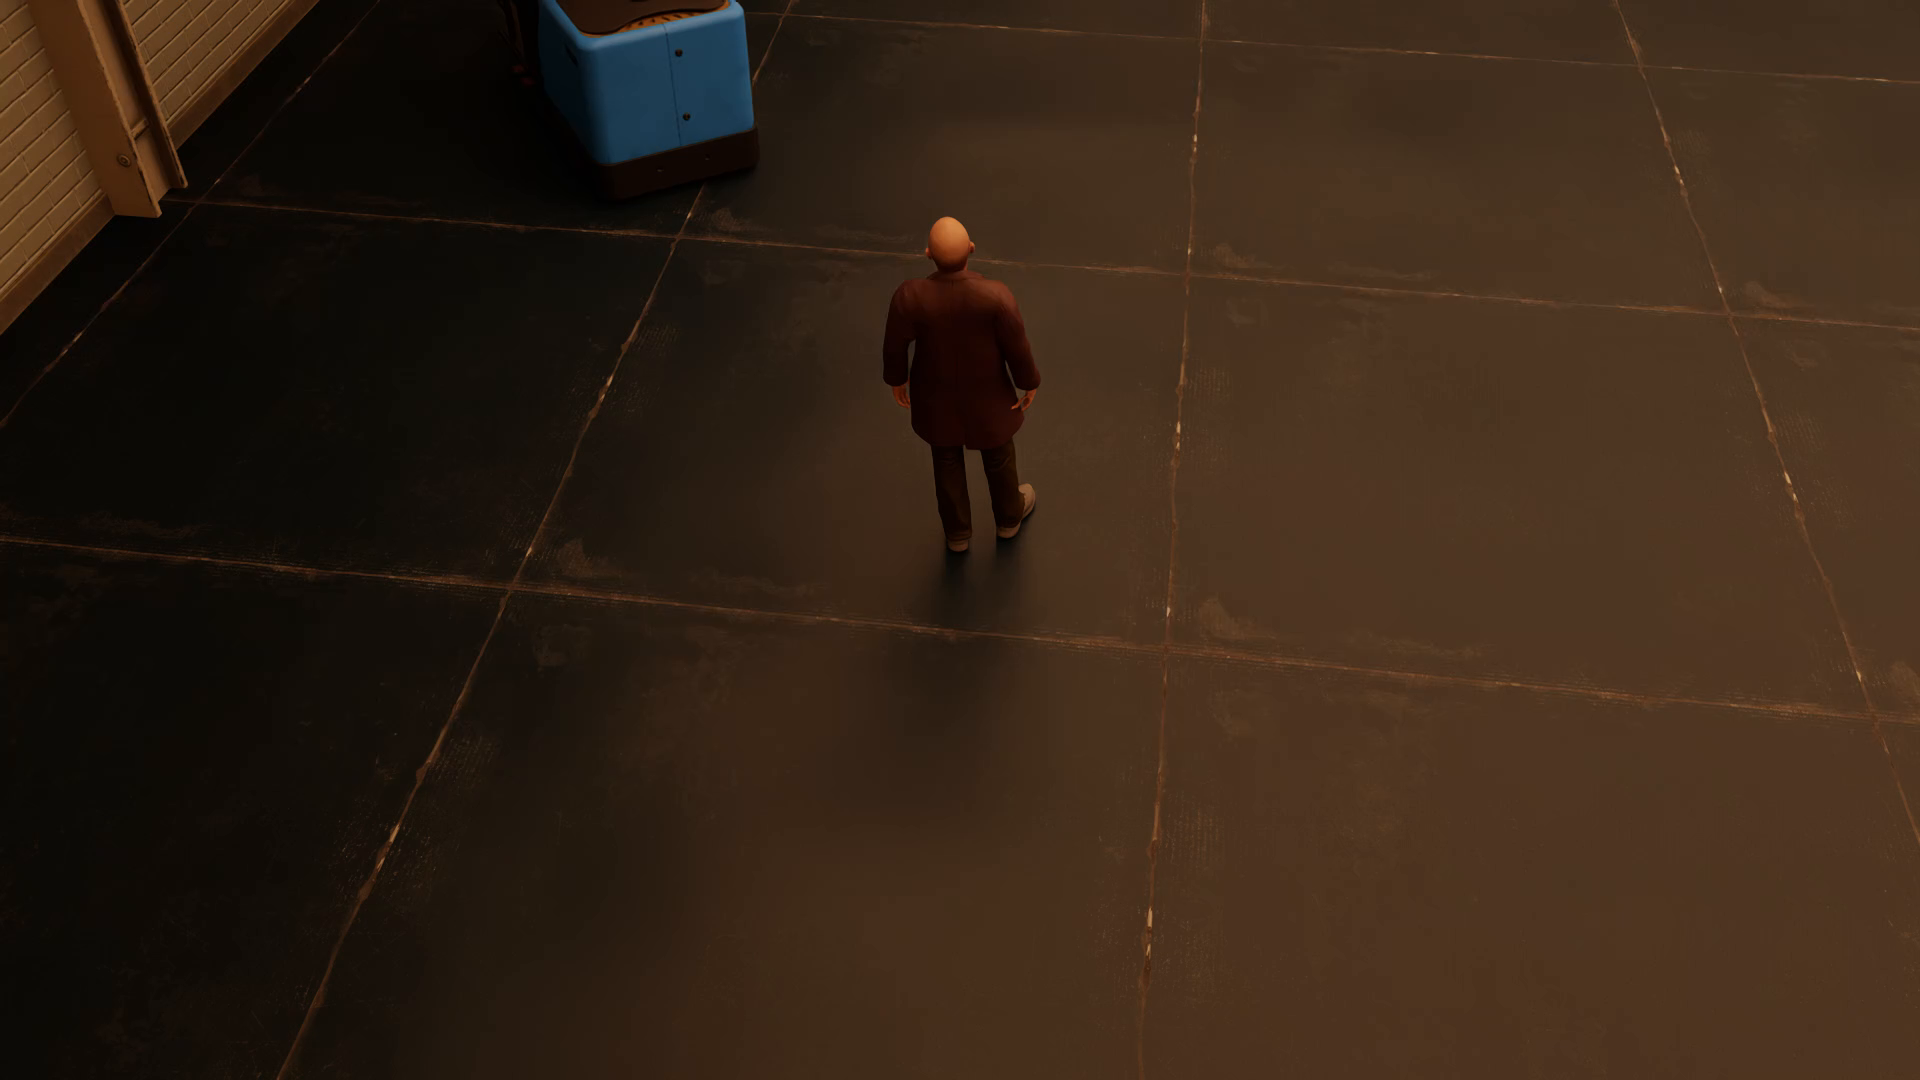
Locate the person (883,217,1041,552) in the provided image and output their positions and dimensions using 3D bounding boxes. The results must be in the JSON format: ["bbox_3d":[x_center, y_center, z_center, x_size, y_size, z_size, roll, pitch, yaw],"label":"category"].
[{"bbox_3d":[0.016,-0.721,7.352,0.696,1.777,0.579,5,43,6],"label":"person"}]

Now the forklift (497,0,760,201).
[{"bbox_3d":[-2.380,-4.114,10.203,1.130,2.935,3.031,-20,46,-20],"label":"forklift"}]
